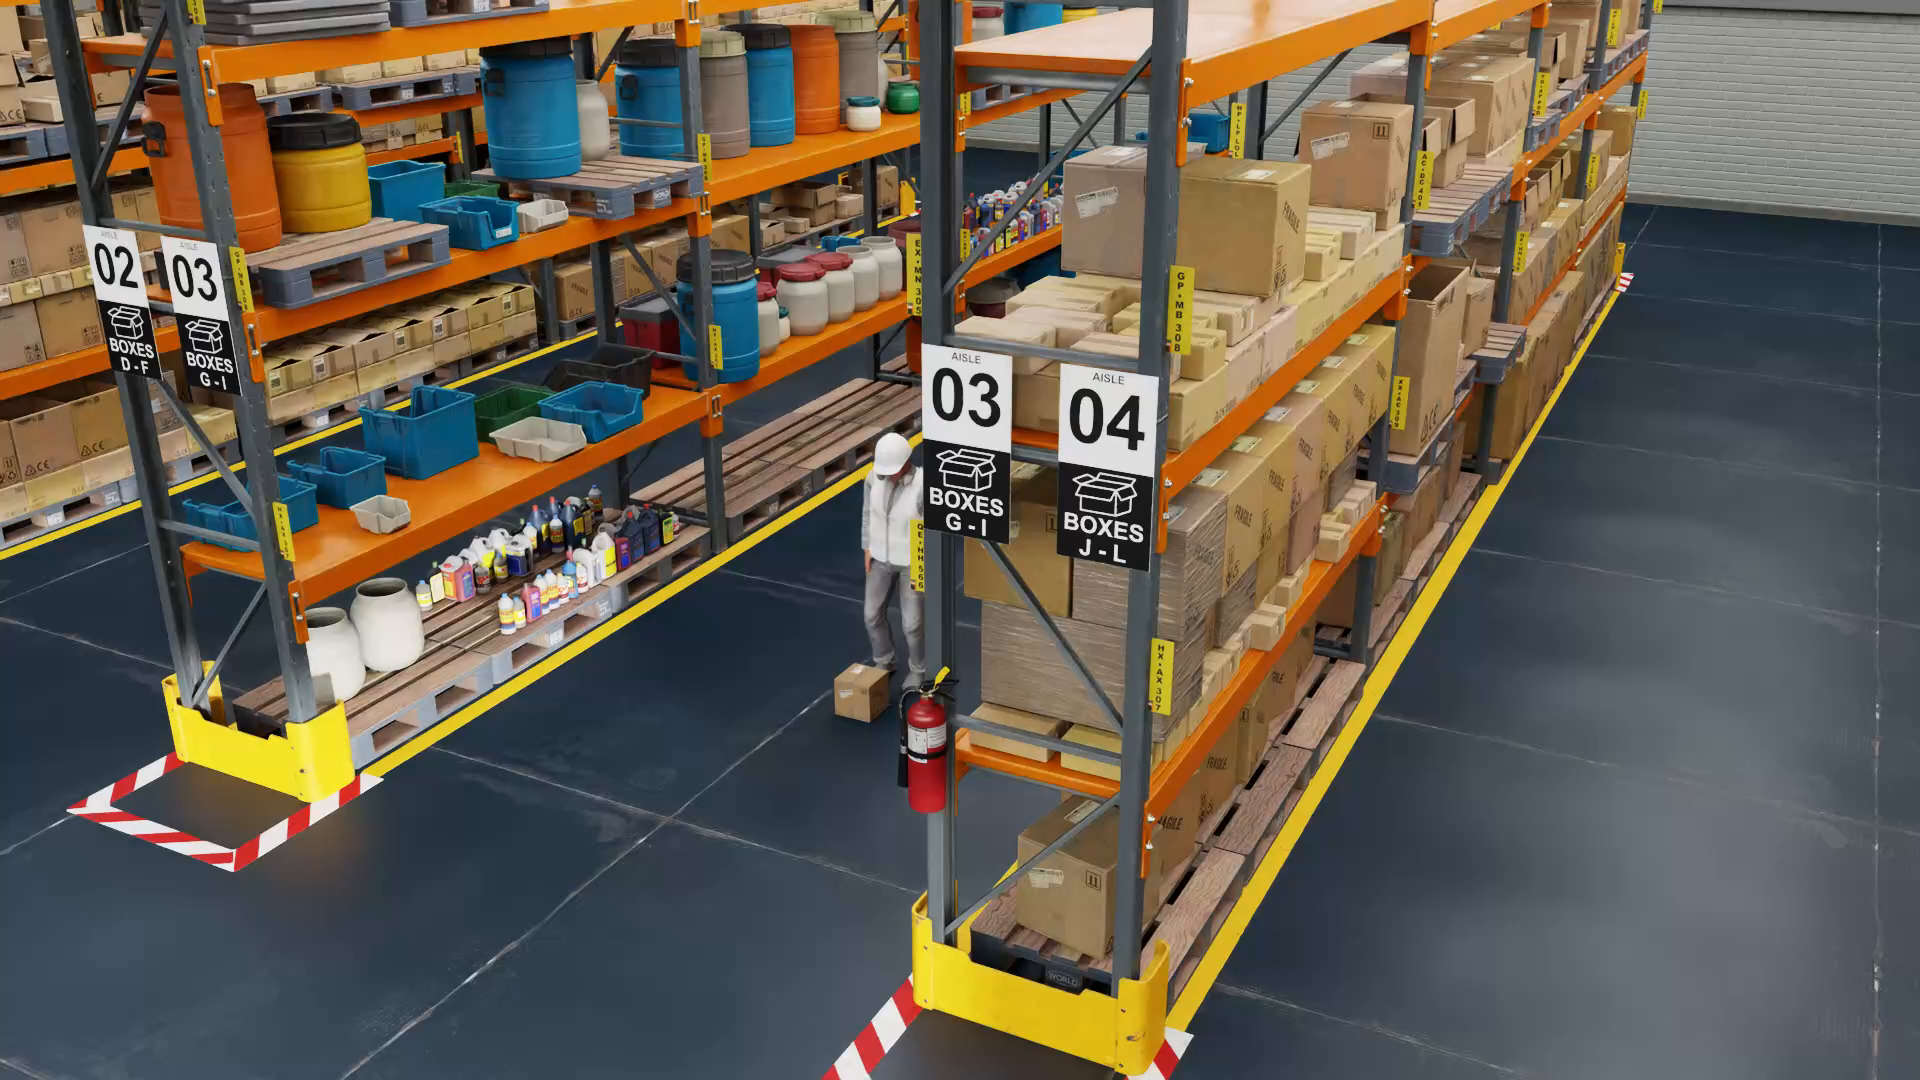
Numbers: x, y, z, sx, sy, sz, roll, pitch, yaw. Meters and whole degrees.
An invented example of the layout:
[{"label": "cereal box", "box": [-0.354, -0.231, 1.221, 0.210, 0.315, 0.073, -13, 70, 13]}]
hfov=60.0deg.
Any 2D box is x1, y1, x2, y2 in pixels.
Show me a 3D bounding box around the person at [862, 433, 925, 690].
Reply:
[{"label": "person", "box": [-0.372, 0.121, 10.496, 0.556, 1.729, 0.457, 12, 25, 26]}]
